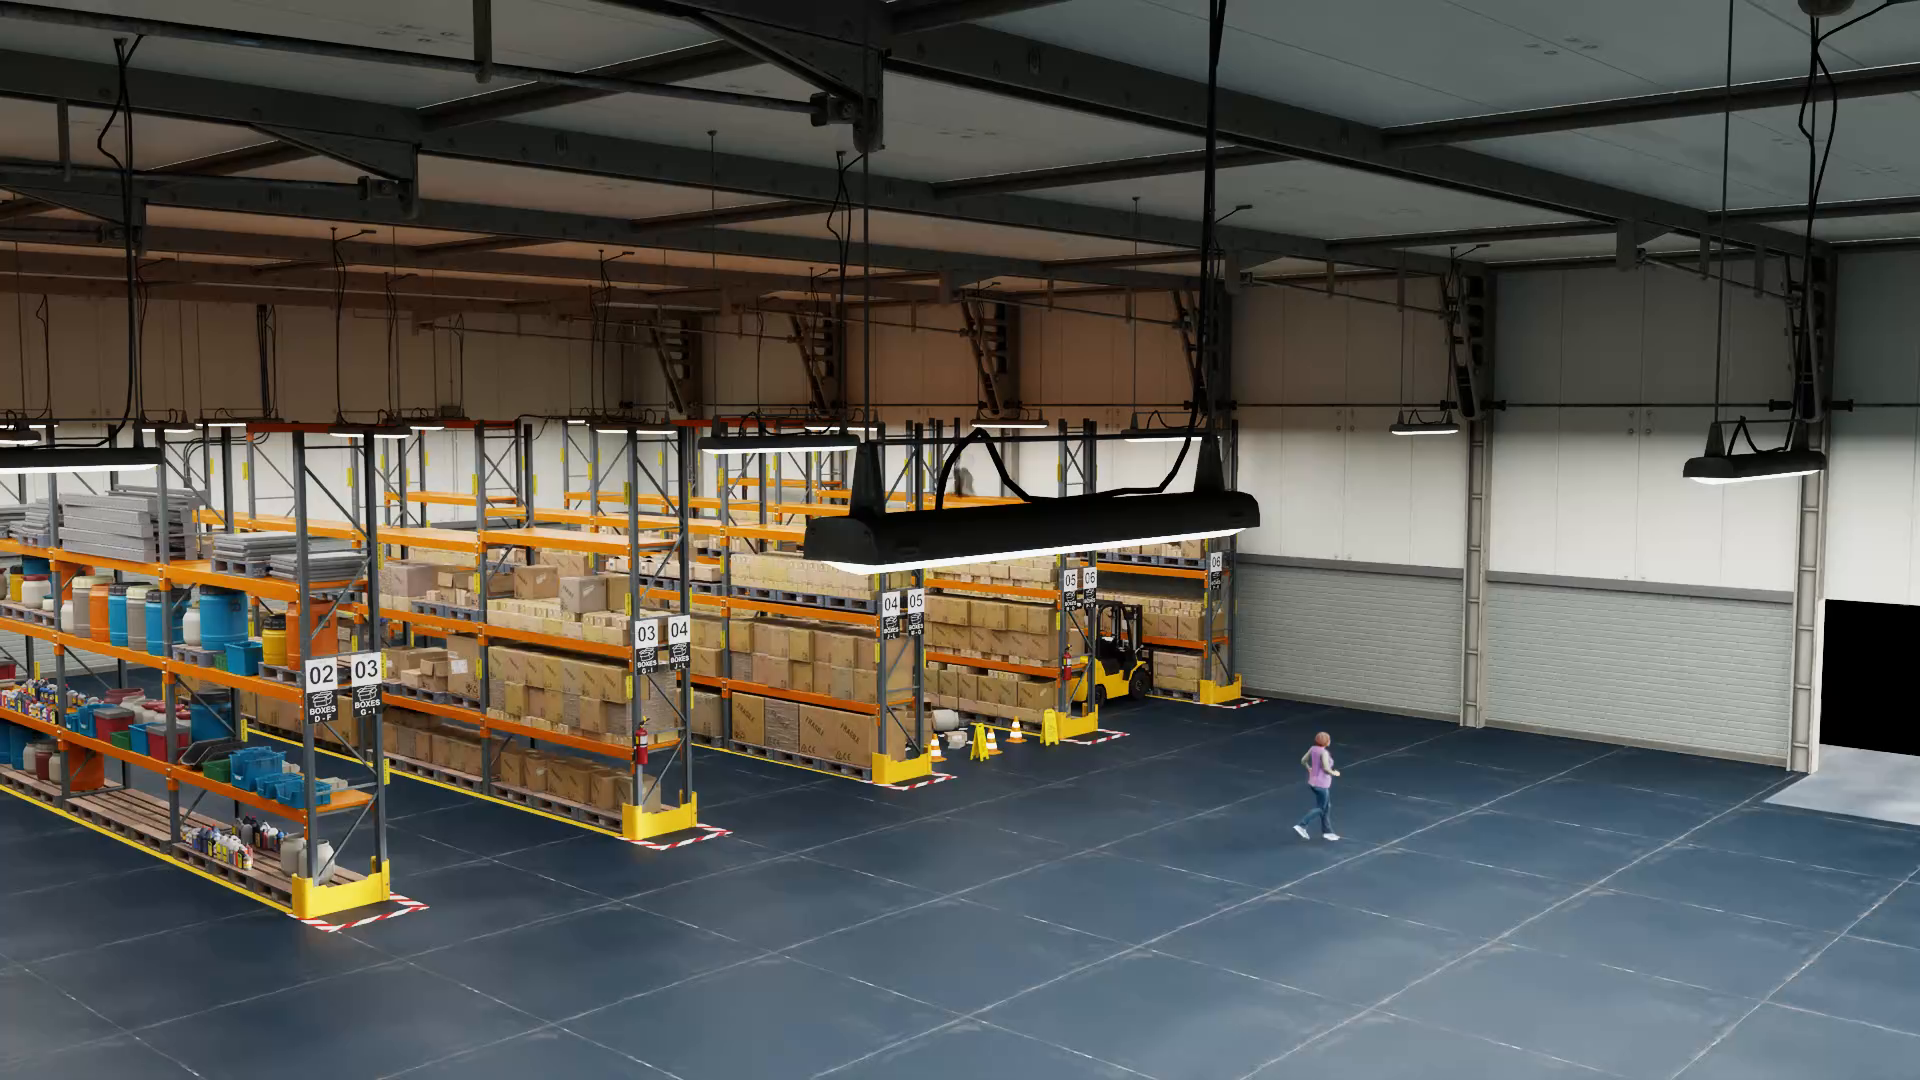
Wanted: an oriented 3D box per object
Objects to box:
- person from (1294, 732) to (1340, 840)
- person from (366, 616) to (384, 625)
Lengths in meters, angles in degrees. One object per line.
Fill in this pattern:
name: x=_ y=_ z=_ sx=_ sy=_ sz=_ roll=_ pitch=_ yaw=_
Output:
person: x=5.165 y=3.584 z=24.041 sx=0.770 sy=1.588 sz=0.565 roll=-1 pitch=5 yaw=-15
person: x=-14.071 y=2.283 z=39.534 sx=0.882 sy=1.589 sz=0.635 roll=-2 pitch=5 yaw=-26
